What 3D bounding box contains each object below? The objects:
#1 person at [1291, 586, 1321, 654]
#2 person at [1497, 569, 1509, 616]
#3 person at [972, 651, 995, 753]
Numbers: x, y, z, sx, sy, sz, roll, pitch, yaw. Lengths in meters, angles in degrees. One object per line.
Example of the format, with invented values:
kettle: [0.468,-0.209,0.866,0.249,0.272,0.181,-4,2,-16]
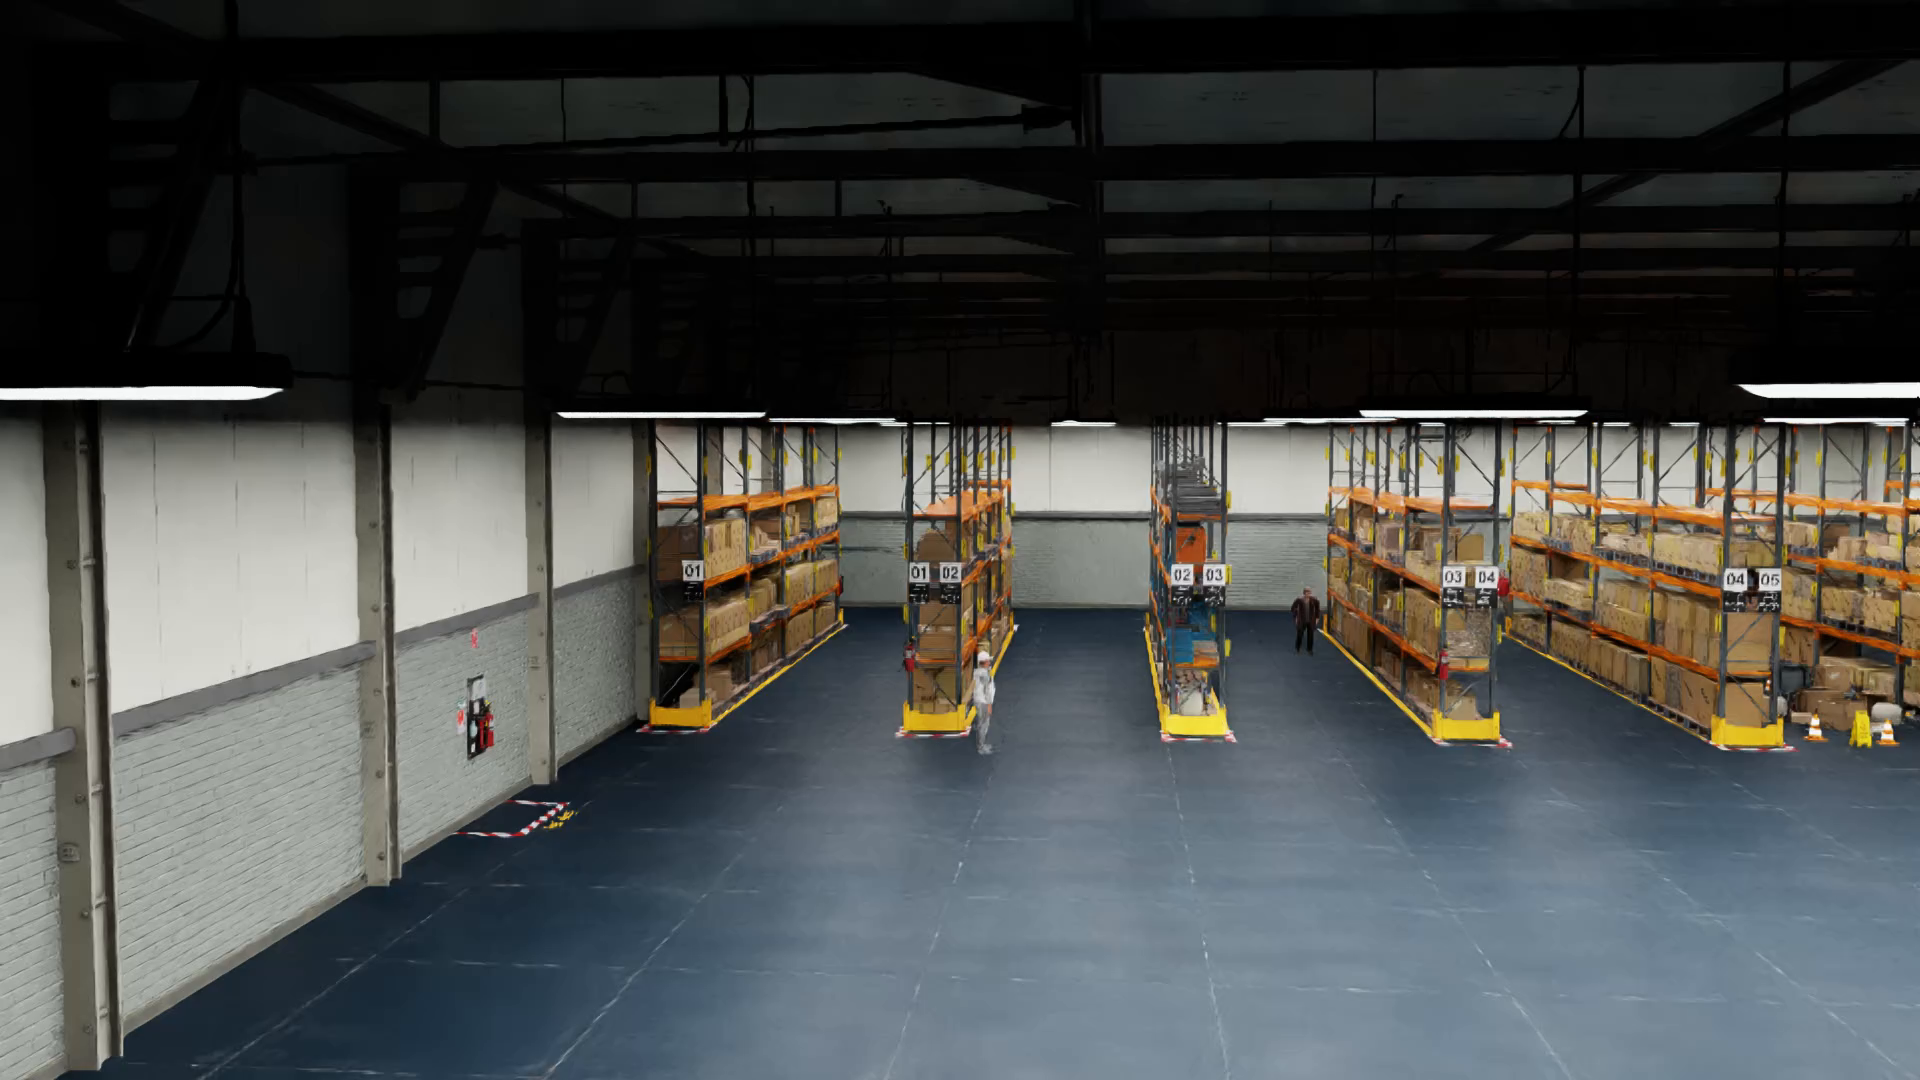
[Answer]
person: [8.761,2.028,42.135,0.729,1.733,0.546,0,4,4]
person: [15.605,1.660,47.890,0.584,1.676,0.949,2,5,33]
person: [0.435,2.841,29.341,0.404,1.779,0.615,-1,4,-17]
